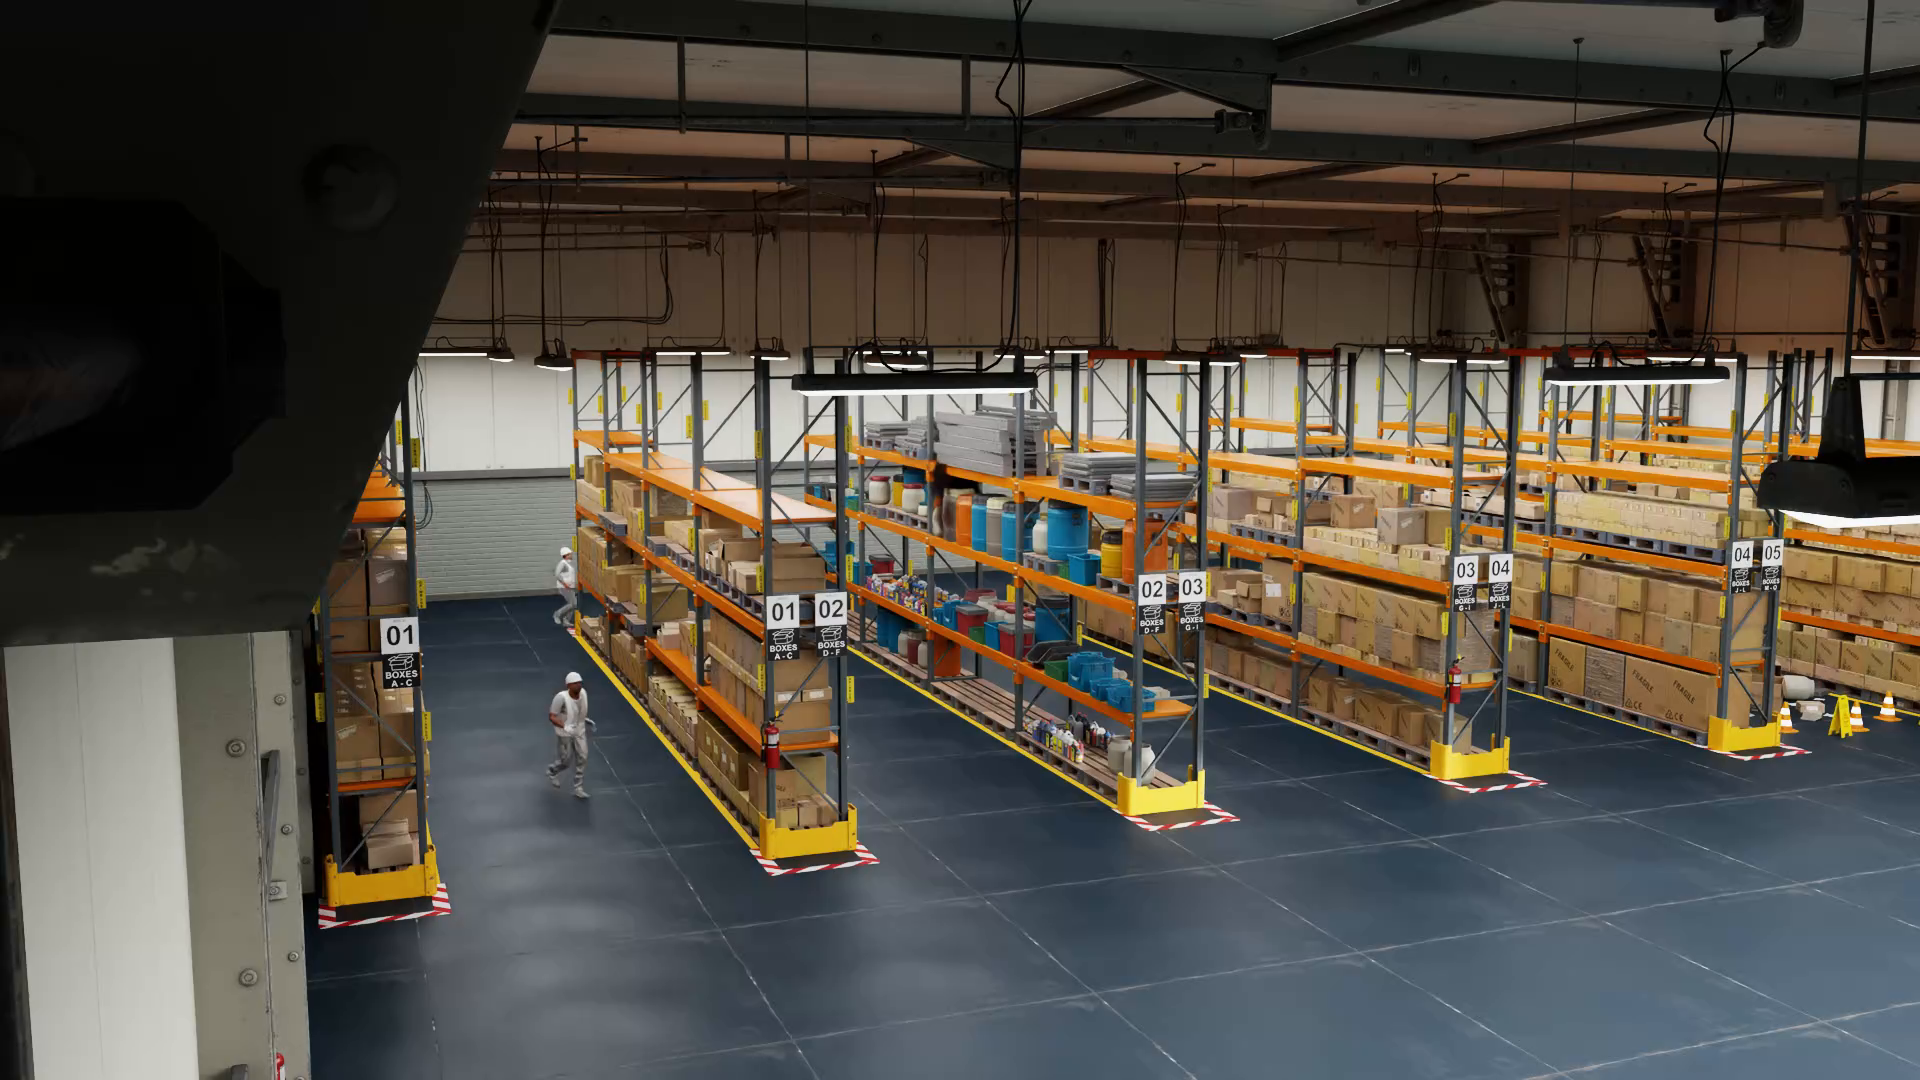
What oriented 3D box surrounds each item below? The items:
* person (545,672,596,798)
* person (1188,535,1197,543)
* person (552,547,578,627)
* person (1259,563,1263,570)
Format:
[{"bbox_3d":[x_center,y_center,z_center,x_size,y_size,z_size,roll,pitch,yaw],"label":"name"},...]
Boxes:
[{"bbox_3d":[-5.399,2.645,22.825,0.833,1.737,0.681,6,10,42],"label":"person"},{"bbox_3d":[6.065,0.183,42.313,0.681,1.816,0.840,4,8,27],"label":"person"},{"bbox_3d":[-8.549,1.011,36.045,0.527,1.712,0.711,0,7,-4],"label":"person"},{"bbox_3d":[8.328,-0.085,44.590,0.688,1.824,0.667,-7,10,-44],"label":"person"}]
